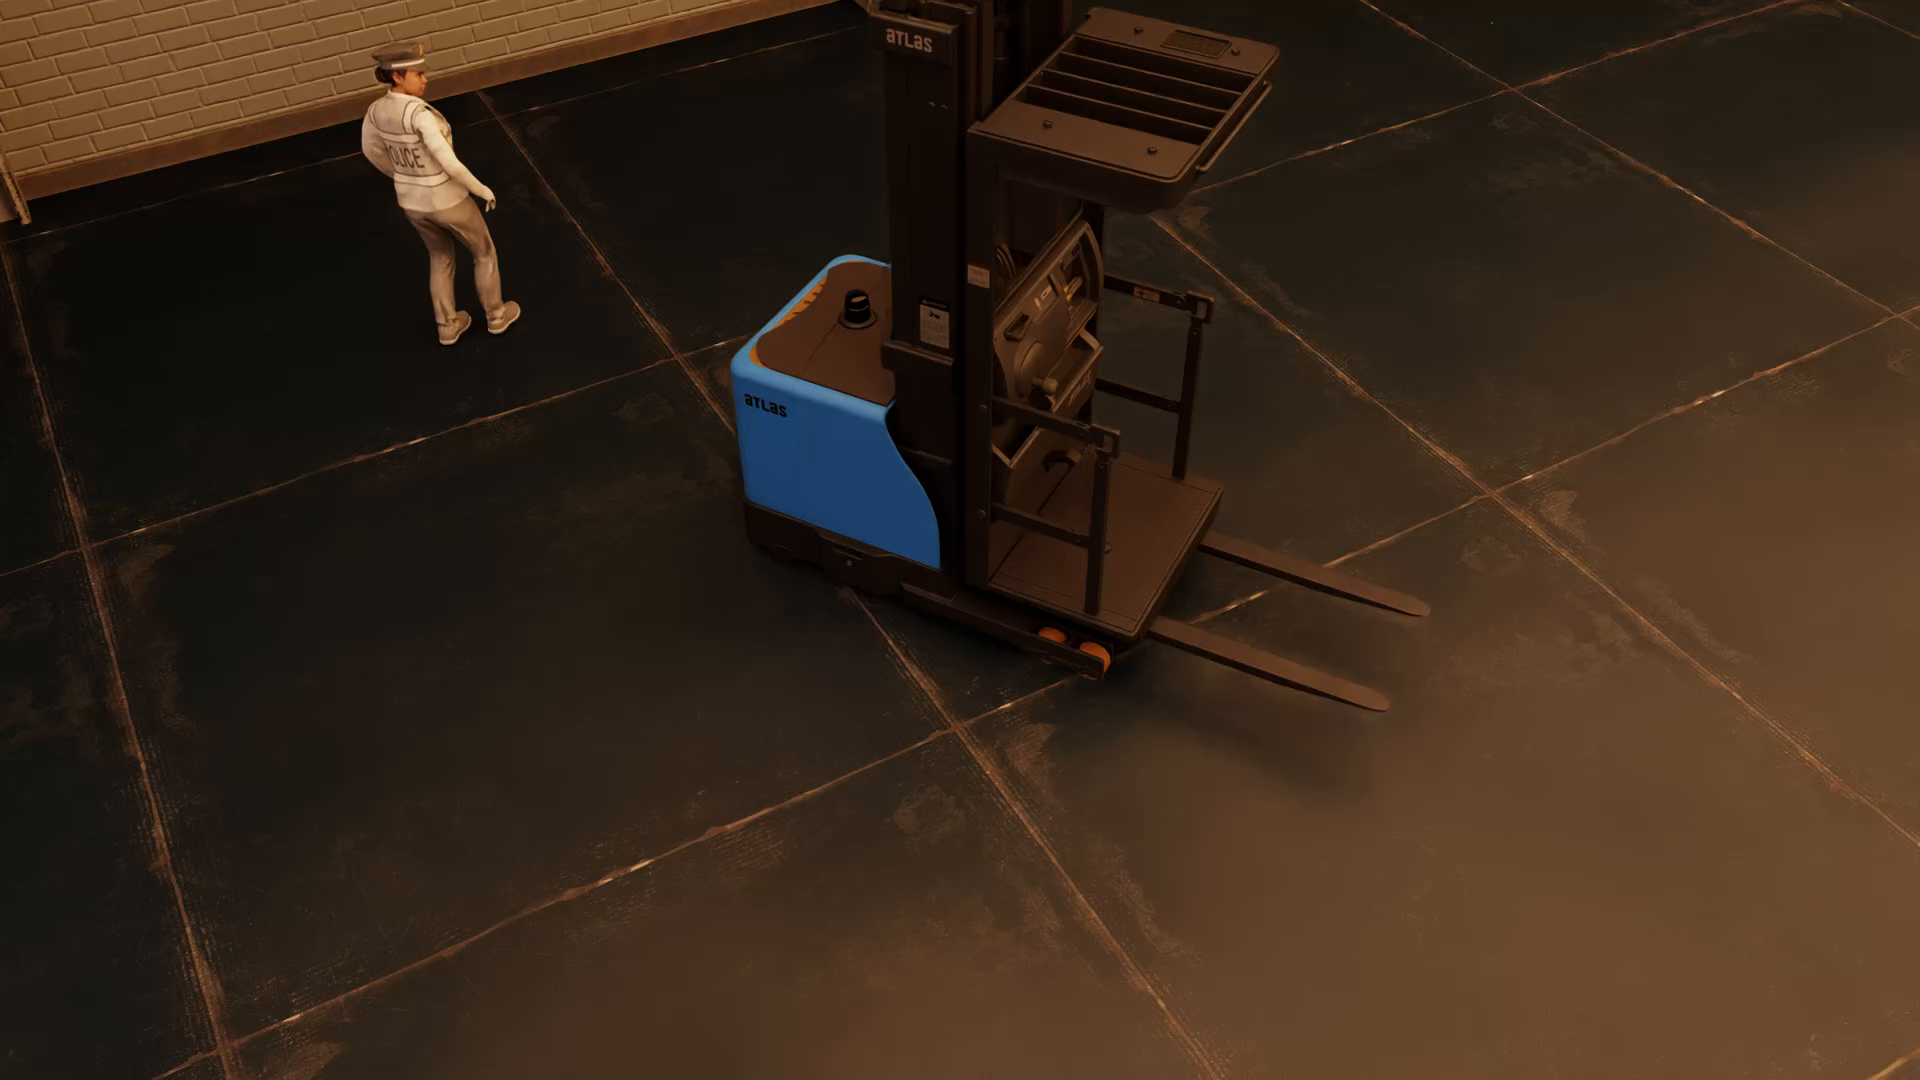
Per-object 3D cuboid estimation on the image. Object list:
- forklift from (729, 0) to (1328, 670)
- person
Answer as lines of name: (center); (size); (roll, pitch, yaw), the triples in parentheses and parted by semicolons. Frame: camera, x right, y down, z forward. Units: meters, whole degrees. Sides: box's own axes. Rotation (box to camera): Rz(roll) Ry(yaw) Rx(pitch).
forklift: (0.481, -1.345, 7.148); (3.031, 2.935, 1.130); (-28, 50, -27)
person: (-2.678, -1.756, 8.507); (0.472, 1.691, 0.332); (15, 45, 16)
